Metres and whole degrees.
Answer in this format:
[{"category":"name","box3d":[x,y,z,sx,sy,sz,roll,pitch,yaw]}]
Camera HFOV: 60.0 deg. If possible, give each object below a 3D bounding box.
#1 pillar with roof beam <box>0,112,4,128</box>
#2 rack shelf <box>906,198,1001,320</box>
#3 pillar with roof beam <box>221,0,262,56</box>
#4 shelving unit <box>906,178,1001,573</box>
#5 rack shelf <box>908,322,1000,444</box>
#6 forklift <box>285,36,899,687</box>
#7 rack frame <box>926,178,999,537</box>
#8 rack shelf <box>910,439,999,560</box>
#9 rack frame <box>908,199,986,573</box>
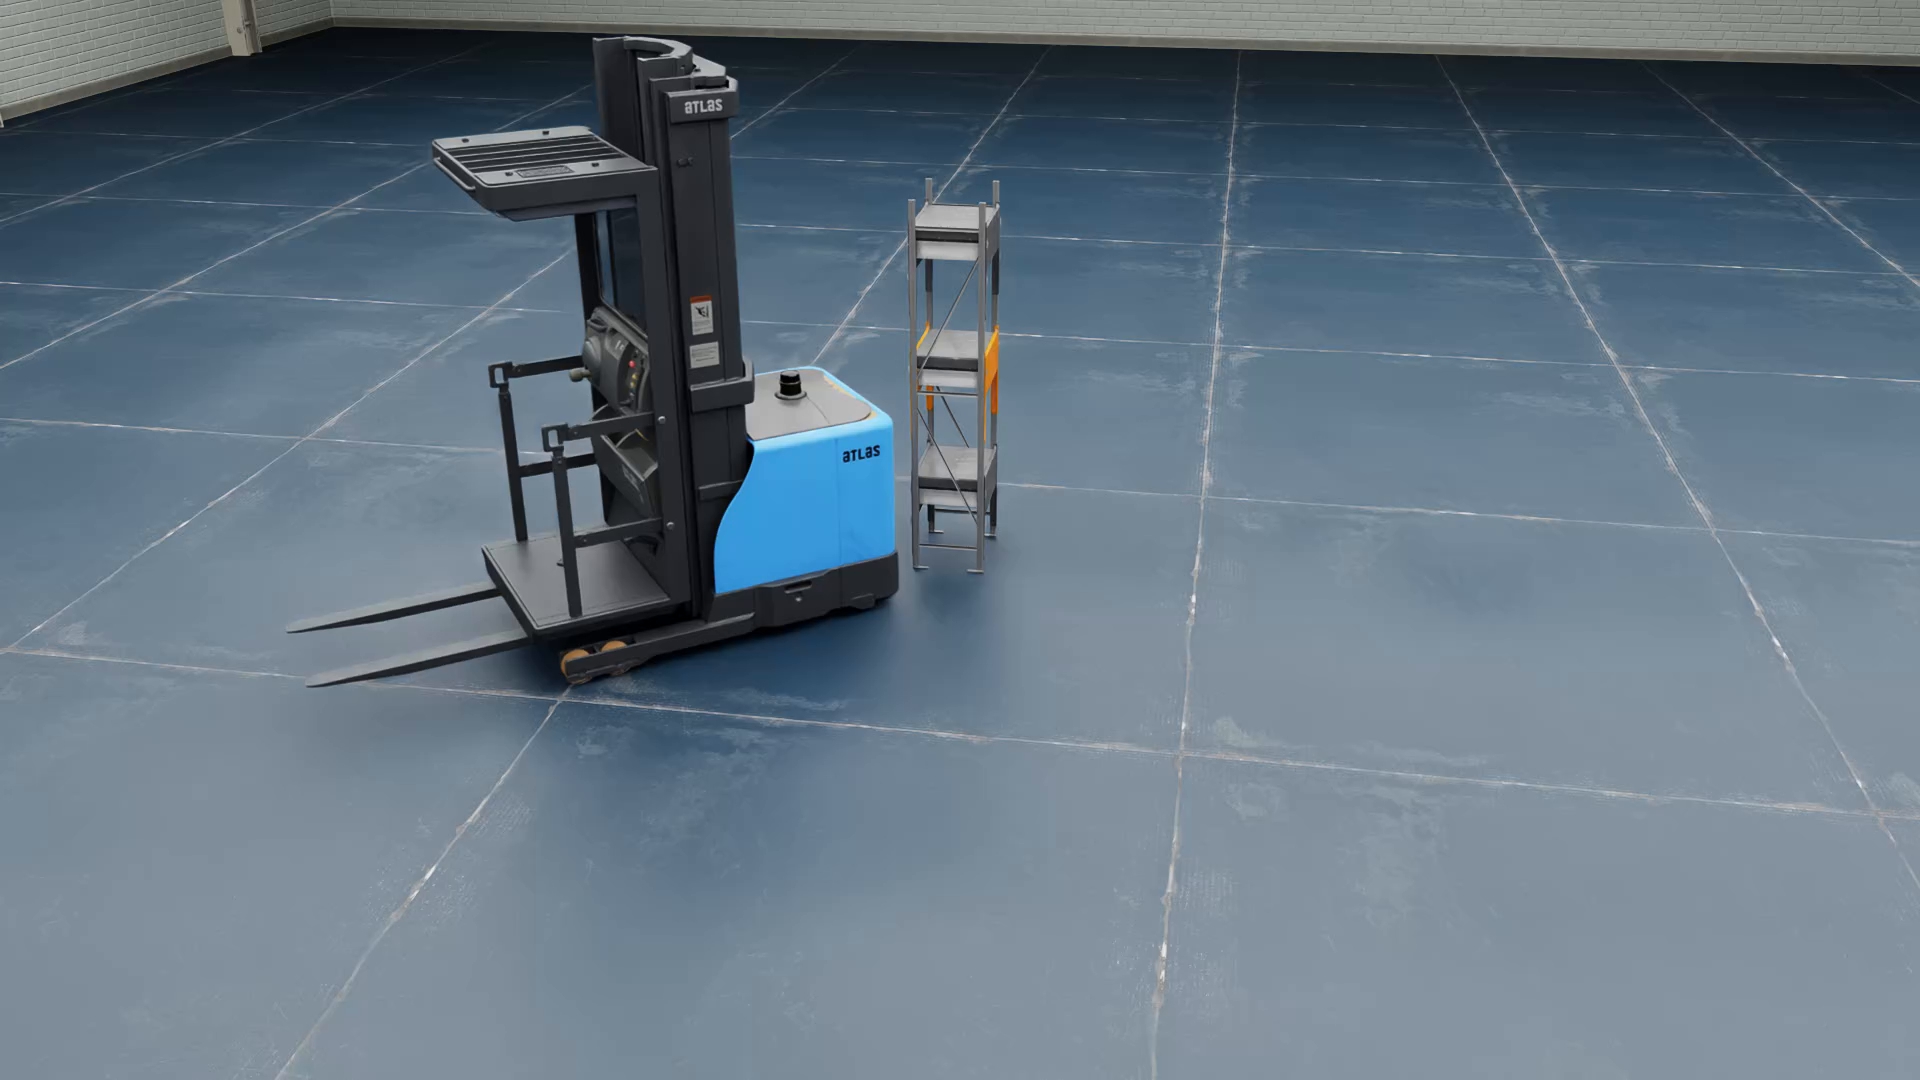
[{"category":"pillar with roof beam","box3d":[-7.884,-8.872,18.089,9.100,9.000,0.400,4,25,9]},{"category":"rack shelf","box3d":[-0.027,-1.503,8.866,0.431,0.518,0.480,4,25,9]},{"category":"pillar with roof beam","box3d":[-6.904,-11.381,23.450,9.100,9.000,0.400,4,25,9]},{"category":"shelving unit","box3d":[-0.027,-0.882,9.157,0.431,2.100,0.503,4,25,9]},{"category":"rack shelf","box3d":[-0.027,-0.869,9.163,0.431,0.518,0.480,4,25,9]},{"category":"forklift","box3d":[-1.876,-0.870,8.152,3.031,2.935,1.130,-13,28,-25]},{"category":"rack frame","box3d":[0.013,-0.984,9.375,0.400,2.100,0.015,4,25,9]},{"category":"rack shelf","box3d":[-0.027,-0.235,9.459,0.431,0.518,0.480,4,25,9]},{"category":"rack frame","box3d":[-0.067,-0.780,8.939,0.400,2.100,0.015,4,25,9]}]
